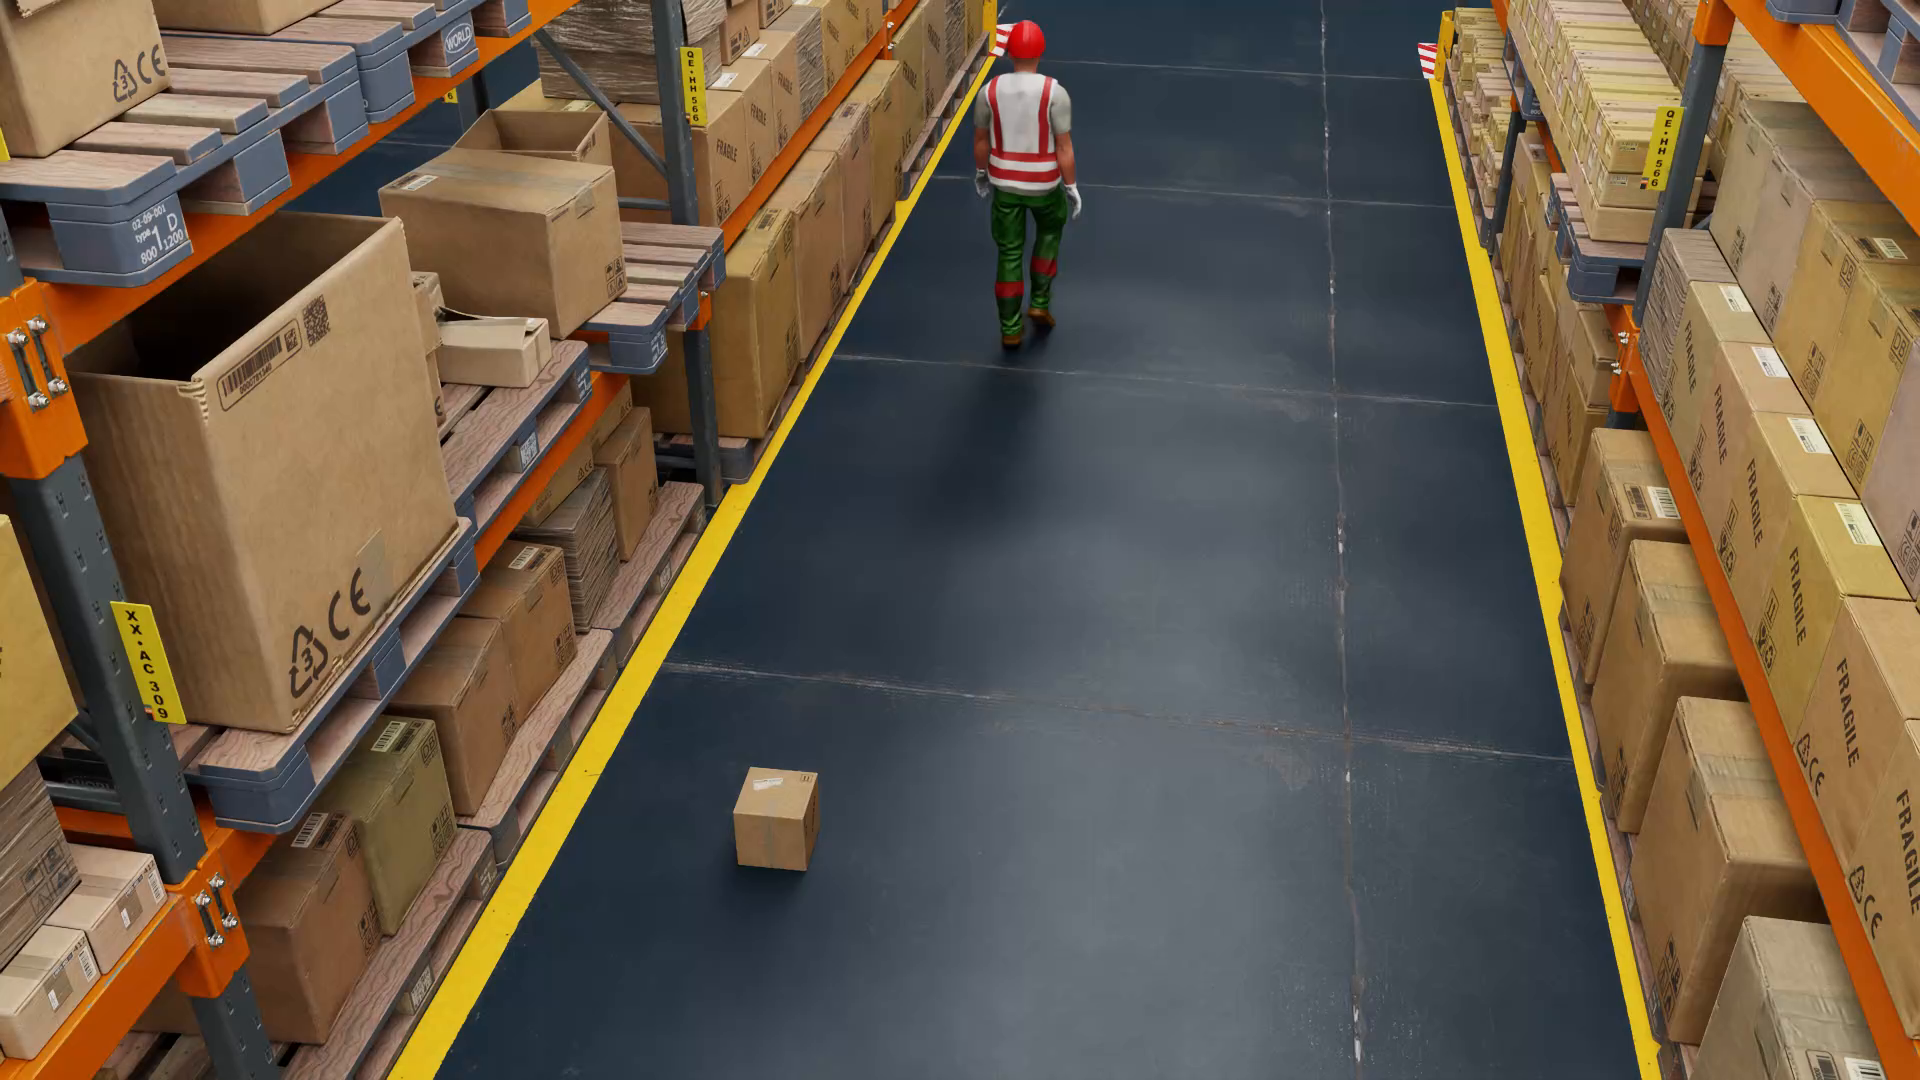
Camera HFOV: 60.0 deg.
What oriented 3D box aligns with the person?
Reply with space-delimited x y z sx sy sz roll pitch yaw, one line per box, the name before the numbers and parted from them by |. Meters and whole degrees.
person | 0.377 -1.957 9.241 0.634 1.842 0.529 6 33 9
